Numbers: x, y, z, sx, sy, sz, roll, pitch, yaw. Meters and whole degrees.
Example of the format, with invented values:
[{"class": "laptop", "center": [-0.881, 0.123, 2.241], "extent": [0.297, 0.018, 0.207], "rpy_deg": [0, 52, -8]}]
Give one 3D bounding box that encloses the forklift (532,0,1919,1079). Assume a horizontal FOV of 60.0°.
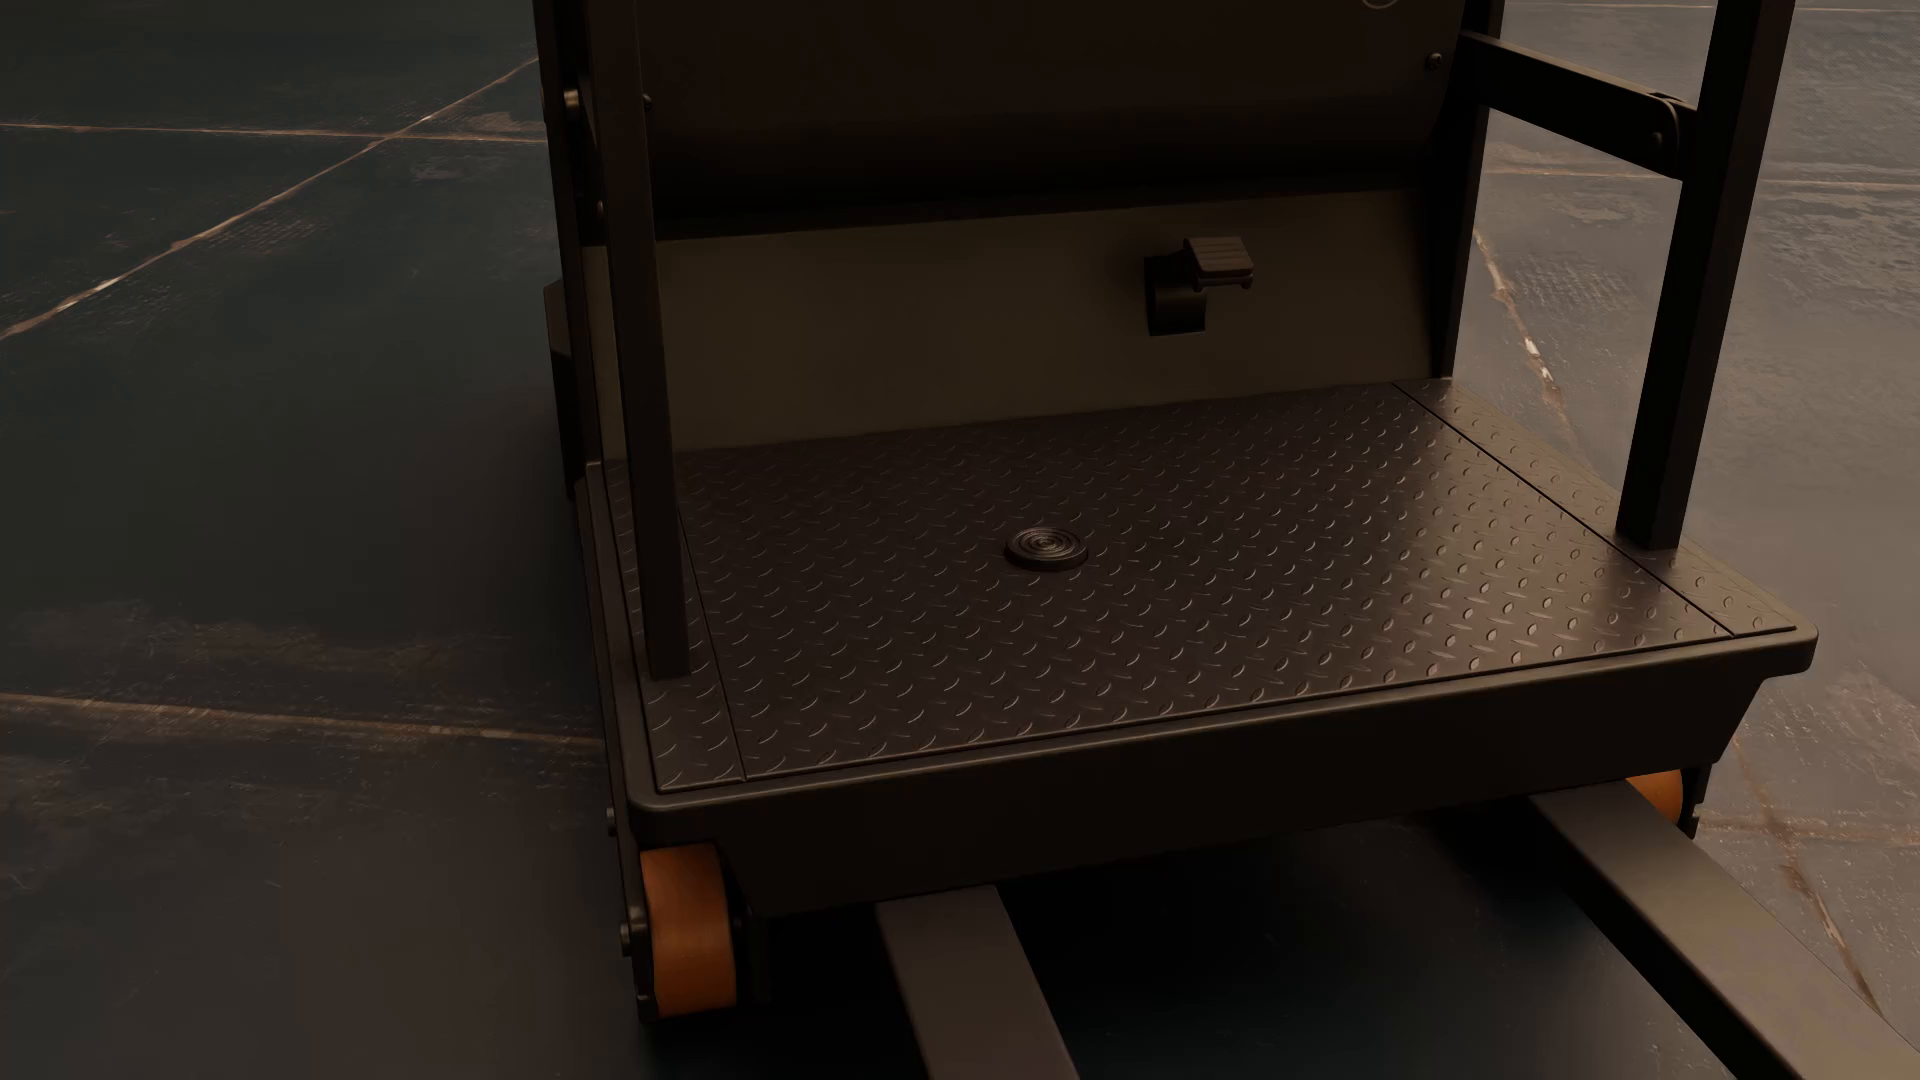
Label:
[{"class": "forklift", "center": [0.153, -1.049, 1.319], "extent": [1.130, 2.935, 3.031], "rpy_deg": [-7, 27, -13]}]
